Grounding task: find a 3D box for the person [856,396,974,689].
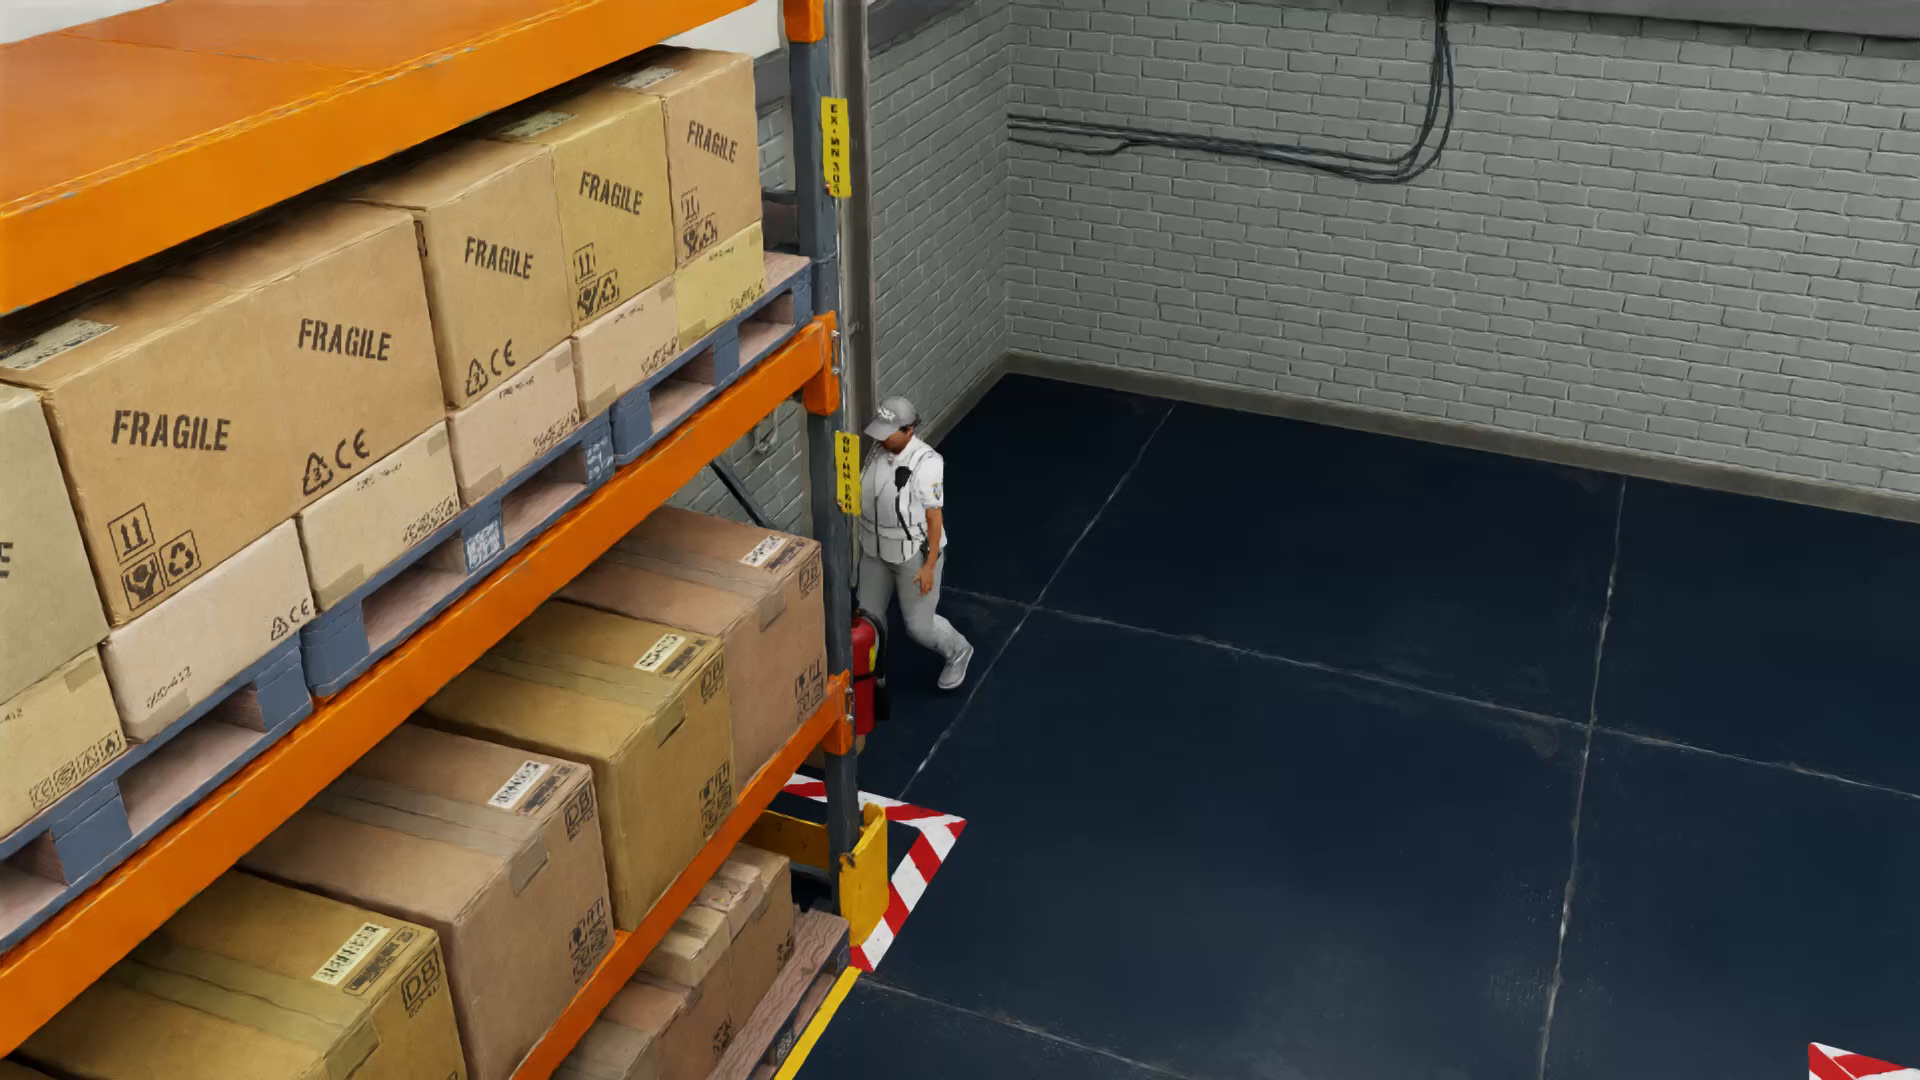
[{"bbox_3d":[-0.309,0.066,8.246,0.506,1.649,0.736,22,36,33],"label":"person"}]
